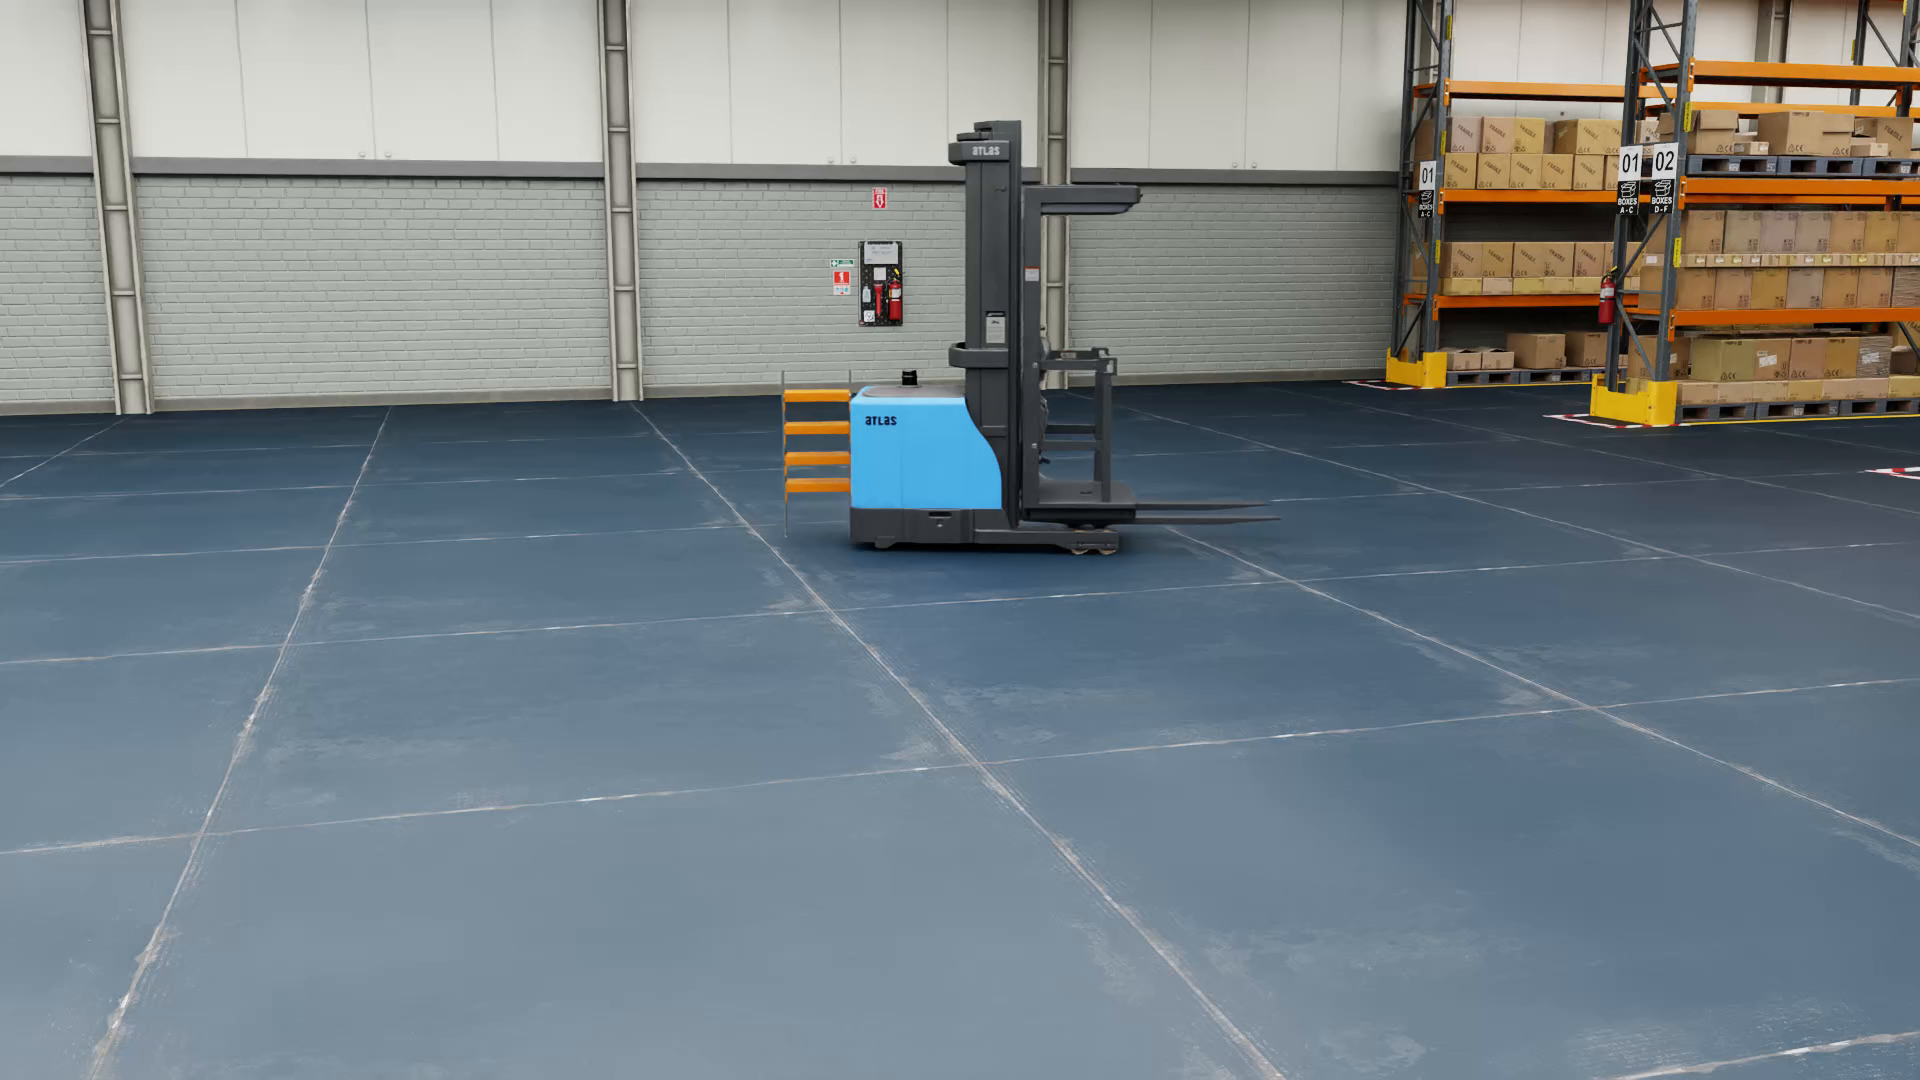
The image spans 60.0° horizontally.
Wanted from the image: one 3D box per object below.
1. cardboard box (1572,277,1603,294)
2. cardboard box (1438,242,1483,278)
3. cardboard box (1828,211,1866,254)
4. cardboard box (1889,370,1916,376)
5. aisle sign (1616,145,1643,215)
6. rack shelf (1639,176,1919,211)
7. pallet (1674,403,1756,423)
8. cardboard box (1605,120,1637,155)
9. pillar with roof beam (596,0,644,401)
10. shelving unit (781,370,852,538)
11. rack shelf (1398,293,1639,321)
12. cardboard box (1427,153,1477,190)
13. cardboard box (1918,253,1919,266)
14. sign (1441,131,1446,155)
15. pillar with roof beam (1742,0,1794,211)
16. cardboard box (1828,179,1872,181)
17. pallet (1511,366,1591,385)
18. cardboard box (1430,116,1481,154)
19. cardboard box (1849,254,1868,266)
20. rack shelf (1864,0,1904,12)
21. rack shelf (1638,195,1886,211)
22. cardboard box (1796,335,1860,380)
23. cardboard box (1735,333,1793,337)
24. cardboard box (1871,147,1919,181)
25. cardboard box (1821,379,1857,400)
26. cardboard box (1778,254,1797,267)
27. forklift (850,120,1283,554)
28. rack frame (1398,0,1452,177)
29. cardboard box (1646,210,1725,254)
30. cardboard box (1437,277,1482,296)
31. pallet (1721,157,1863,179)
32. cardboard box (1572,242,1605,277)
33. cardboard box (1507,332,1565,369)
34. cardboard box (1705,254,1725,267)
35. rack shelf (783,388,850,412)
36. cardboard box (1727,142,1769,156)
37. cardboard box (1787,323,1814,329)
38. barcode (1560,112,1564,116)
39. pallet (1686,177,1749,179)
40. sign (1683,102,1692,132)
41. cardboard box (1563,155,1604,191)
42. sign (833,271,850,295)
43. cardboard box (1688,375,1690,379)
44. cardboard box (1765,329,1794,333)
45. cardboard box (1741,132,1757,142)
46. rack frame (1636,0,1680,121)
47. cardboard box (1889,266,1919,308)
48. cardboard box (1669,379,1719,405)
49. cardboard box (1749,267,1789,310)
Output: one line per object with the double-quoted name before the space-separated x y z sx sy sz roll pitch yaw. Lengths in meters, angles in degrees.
"cardboard box" 9.157 -3.784 24.674 0.500 0.250 0.500 -3 11 -16
"cardboard box" 7.188 -4.051 24.052 0.500 0.500 0.500 -3 11 -16
"cardboard box" 10.485 -3.728 20.152 0.500 0.500 0.700 -3 11 -16
"cardboard box" 12.192 -2.041 21.282 0.500 0.250 0.500 -3 11 -16
"aisle sign" 7.889 -4.239 19.608 0.004 0.787 0.394 -3 11 -16
"rack shelf" 9.954 -4.136 19.928 4.000 0.370 1.077 -3 11 -16
"pallet" 8.757 -1.588 20.087 1.213 0.211 1.003 -3 11 -16
"cardboard box" 9.555 -5.900 24.432 0.500 0.500 0.500 -2 11 -13
"pillar with roof beam" -3.242 -5.554 17.363 0.400 9.000 9.100 -3 11 -16
"shelving unit" -1.039 -0.633 12.168 0.503 1.200 0.258 -1 10 -5
"rack shelf" 8.566 -3.521 24.876 4.000 0.370 1.077 -3 11 -16
"cardboard box" 7.037 -5.282 23.834 0.500 0.500 0.500 -3 11 -14
"cardboard box" 11.673 -3.432 20.339 0.250 0.149 0.380 -3 11 -16
"sign" 6.798 -5.585 23.398 0.005 0.325 0.100 -3 11 -16
"pillar with roof beam" 14.040 -6.465 22.311 0.400 9.000 9.100 -3 11 -16
"cardboard box" 13.711 -5.537 25.742 0.500 0.311 0.500 -3 11 -16
"pallet" 8.678 -2.502 25.056 1.213 0.211 1.003 -3 11 -16
"cardboard box" 7.084 -5.777 23.765 0.500 0.500 0.500 -4 11 -20
"cardboard box" 10.696 -3.381 20.061 0.250 0.149 0.380 -3 11 -16
"rack shelf" 16.247 -8.511 26.231 4.000 0.370 1.077 -3 11 -16
"rack shelf" 12.407 -5.199 25.704 4.000 0.370 1.077 -3 11 -16
"cardboard box" 10.528 -2.228 20.226 0.500 0.500 0.500 -3 11 -16
"cardboard box" 9.902 -2.293 20.581 0.500 0.500 0.500 -3 11 -16
"cardboard box" 14.768 -5.953 26.325 0.500 0.500 0.700 -4 11 -20
"cardboard box" 10.532 -1.857 20.281 0.500 0.250 0.500 -3 11 -16
"cardboard box" 9.707 -3.329 19.777 0.250 0.149 0.380 -3 11 -17
"forklift" 0.755 -1.442 11.782 3.031 2.935 1.130 0 10 1
"rack frame" 6.646 -6.724 23.718 0.127 3.000 1.000 -3 11 -16
"cardboard box" 8.537 -3.624 19.589 0.500 0.500 0.700 -3 11 -16
"cardboard box" 7.203 -3.679 24.107 0.500 0.250 0.500 -3 11 -18
"pallet" 9.894 -4.438 19.830 1.213 0.211 1.003 -3 11 -16
"cardboard box" 9.155 -4.154 24.611 0.500 0.500 0.500 -3 11 -18
"cardboard box" 8.601 -2.838 24.864 0.500 0.500 0.700 -4 11 -20
"cardboard box" 8.724 -3.277 19.496 0.250 0.149 0.380 -3 11 -17
"rack shelf" -1.041 -1.020 12.096 0.480 0.148 0.258 -1 10 -5
"cardboard box" 9.213 -4.569 19.442 0.250 0.149 0.380 -3 11 -16
"cardboard box" 13.086 -3.471 26.234 0.500 0.250 0.500 -3 11 -15
"barcode" 9.032 -6.390 24.941 0.075 0.075 0.001 -3 11 -16
"pallet" 11.109 -5.372 25.175 1.003 0.211 1.213 -3 11 -16
"sign" 8.183 -4.760 18.701 0.005 0.325 0.100 -3 11 -16
"cardboard box" 9.060 -5.384 24.391 0.500 0.500 0.500 -3 11 -18
"sign" -1.628 -3.545 22.920 0.234 0.329 0.001 -3 11 -16
"cardboard box" 8.943 -1.873 20.370 0.500 0.250 0.500 -3 11 -16
"cardboard box" 12.654 -3.084 26.204 0.500 0.500 0.700 -3 11 -16
"cardboard box" 9.600 -4.752 19.988 0.500 0.311 0.500 -2 11 -9
"rack frame" 10.486 -6.927 24.817 0.127 3.000 1.000 -3 11 -16
"cardboard box" 11.450 -3.141 20.547 0.500 0.500 0.700 -3 11 -17
"cardboard box" 8.611 -1.756 19.733 0.500 0.250 0.500 -3 11 -16
"cardboard box" 9.467 -3.035 19.971 0.500 0.500 0.700 -3 11 -16
